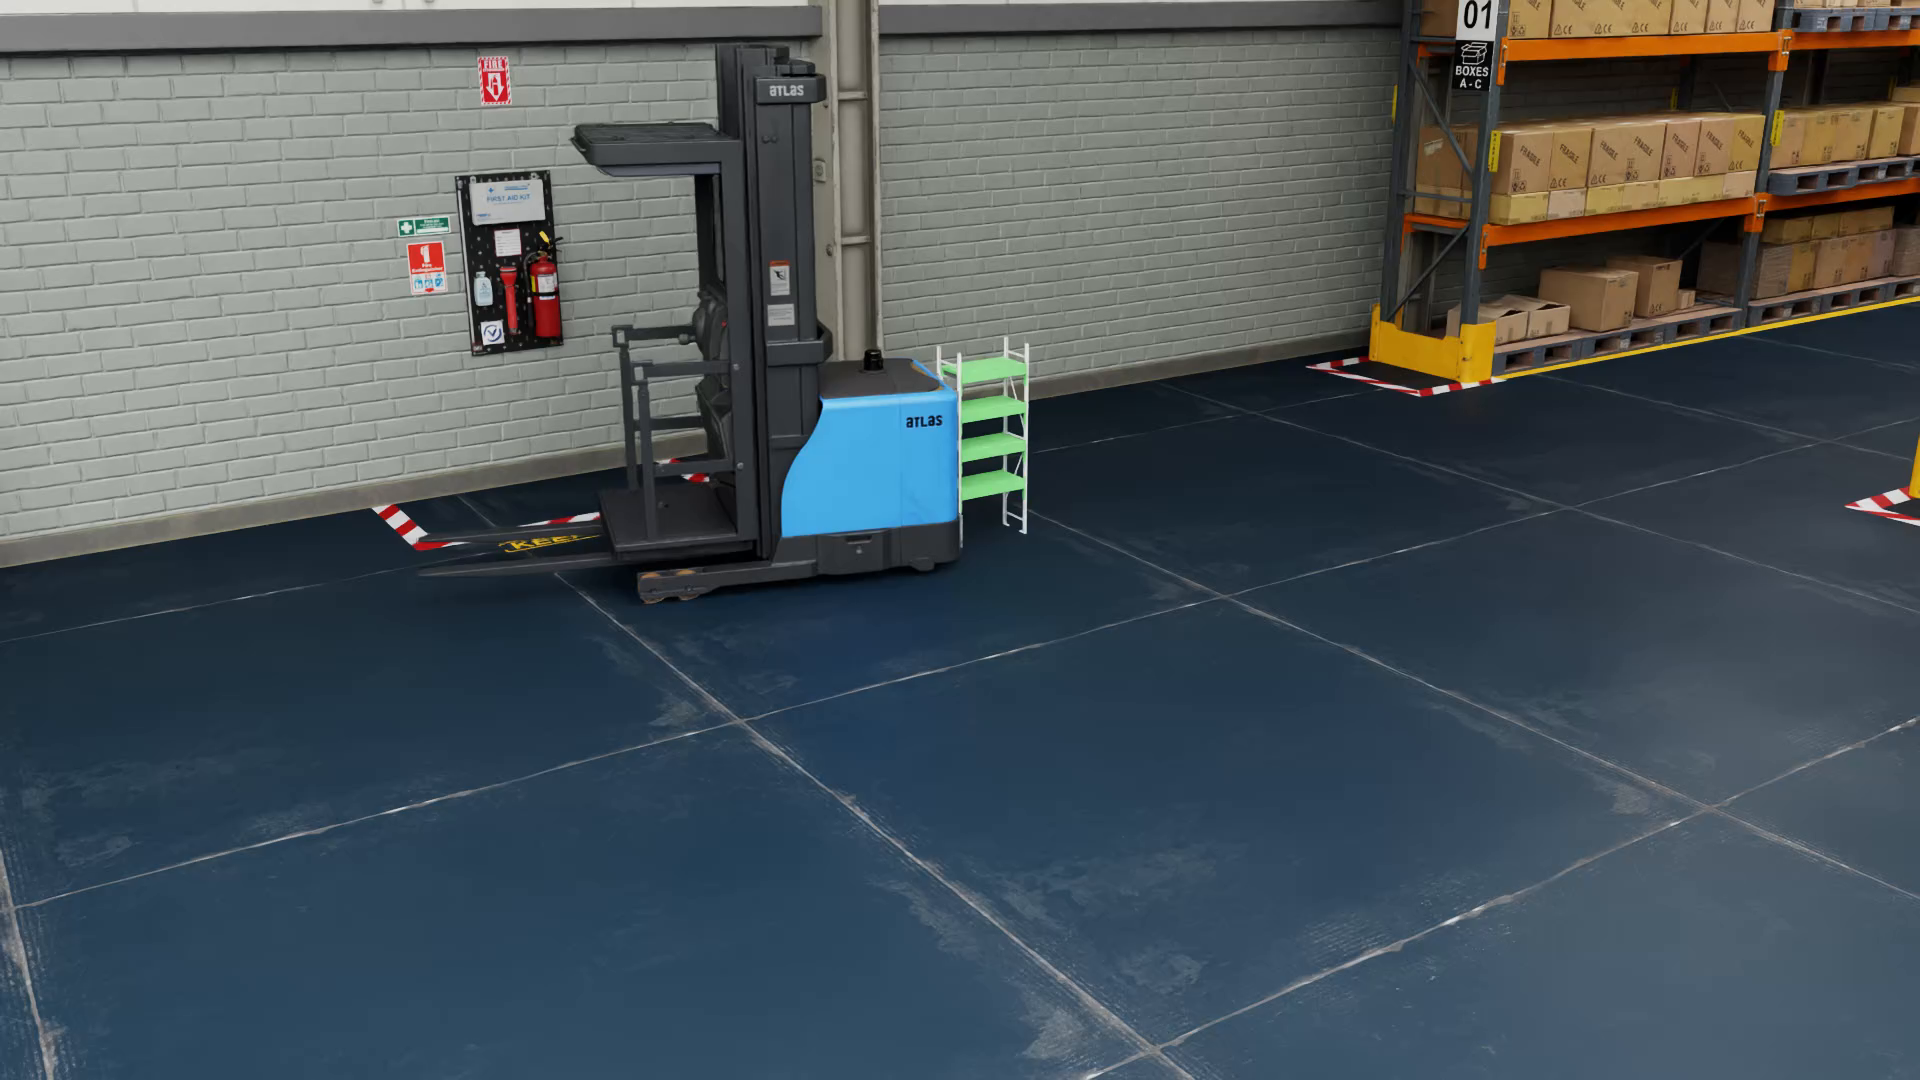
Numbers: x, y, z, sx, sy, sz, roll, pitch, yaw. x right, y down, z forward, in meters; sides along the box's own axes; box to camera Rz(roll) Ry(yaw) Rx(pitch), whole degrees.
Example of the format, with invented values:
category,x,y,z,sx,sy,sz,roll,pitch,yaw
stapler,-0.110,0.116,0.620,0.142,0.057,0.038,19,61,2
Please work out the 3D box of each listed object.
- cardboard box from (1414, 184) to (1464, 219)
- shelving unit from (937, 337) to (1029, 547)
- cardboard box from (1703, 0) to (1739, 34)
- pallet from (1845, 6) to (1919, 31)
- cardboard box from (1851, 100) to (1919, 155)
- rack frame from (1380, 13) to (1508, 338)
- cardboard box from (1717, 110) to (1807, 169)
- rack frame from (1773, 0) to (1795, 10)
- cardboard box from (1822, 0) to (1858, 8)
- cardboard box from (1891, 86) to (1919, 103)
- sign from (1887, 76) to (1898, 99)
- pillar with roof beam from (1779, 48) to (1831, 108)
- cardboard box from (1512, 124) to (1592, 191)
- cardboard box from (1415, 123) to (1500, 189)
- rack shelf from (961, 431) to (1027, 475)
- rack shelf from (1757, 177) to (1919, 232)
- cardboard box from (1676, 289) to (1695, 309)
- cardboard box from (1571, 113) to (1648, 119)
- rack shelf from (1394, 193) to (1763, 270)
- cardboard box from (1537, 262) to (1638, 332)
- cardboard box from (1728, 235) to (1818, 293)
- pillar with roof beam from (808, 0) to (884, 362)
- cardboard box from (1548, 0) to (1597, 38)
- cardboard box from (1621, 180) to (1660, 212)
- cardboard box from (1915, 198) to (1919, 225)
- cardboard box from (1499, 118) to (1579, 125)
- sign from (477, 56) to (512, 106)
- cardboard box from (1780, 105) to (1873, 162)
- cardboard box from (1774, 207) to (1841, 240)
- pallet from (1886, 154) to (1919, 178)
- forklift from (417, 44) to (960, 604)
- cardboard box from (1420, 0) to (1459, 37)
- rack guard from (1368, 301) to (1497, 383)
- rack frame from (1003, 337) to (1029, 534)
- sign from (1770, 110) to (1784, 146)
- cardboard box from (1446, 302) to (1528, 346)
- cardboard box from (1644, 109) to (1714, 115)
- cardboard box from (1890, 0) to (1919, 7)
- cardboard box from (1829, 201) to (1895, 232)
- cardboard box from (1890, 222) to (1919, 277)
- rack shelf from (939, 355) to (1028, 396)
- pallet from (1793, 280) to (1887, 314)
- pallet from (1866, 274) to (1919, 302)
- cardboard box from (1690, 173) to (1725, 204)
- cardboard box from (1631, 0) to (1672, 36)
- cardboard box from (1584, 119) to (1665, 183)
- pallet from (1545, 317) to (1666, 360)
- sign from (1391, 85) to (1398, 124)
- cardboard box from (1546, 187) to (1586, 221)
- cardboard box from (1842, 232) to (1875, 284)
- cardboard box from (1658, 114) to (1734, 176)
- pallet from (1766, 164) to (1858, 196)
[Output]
category,x,y,z,sx,sy,sz,roll,pitch,yaw
cardboard box,4.369,-3.000,14.638,0.500,0.250,0.500,-12,22,-31
shelving unit,0.138,-0.598,10.139,0.503,1.200,0.258,-12,22,-31
cardboard box,6.711,-4.869,15.093,0.500,0.500,0.500,-14,23,-36
pallet,8.865,-5.228,16.634,1.003,0.211,1.213,-12,22,-31
cardboard box,9.928,-4.401,17.737,0.500,0.500,0.700,-14,23,-36
rack frame,4.085,-2.927,14.220,0.127,3.000,1.000,-12,22,-31
cardboard box,7.870,-3.968,16.456,0.500,0.500,0.700,-12,22,-31
rack frame,7.426,-6.474,15.344,0.127,3.000,1.000,-12,22,-31
cardboard box,8.441,-5.393,16.313,0.500,0.311,0.500,-11,22,-30
cardboard box,10.235,-4.770,17.815,0.250,0.149,0.380,-17,25,-40
sign,10.459,-5.033,18.640,0.005,0.325,0.100,-12,22,-31
pillar with roof beam,11.573,-6.029,14.029,0.400,9.000,9.100,-12,22,-31
cardboard box,5.068,-3.309,14.382,0.500,0.500,0.500,-12,22,-31
cardboard box,4.362,-3.361,14.535,0.500,0.500,0.500,-12,22,-32
rack shelf,0.138,-0.537,10.159,0.480,0.148,0.258,-12,22,-31
rack shelf,9.096,-3.643,17.462,4.000,0.370,1.077,-12,22,-31
cardboard box,6.996,-2.396,16.385,0.250,0.166,0.380,-16,24,-38
cardboard box,6.065,-3.722,15.604,0.500,0.500,0.500,-11,22,-30
rack shelf,5.756,-2.939,15.378,4.000,0.370,1.077,-12,22,-31
cardboard box,5.829,-2.266,15.479,0.500,0.500,0.700,-14,23,-35
cardboard box,8.436,-2.895,17.340,0.500,0.500,0.700,-12,22,-32
pillar with roof beam,1.551,-3.916,7.777,0.400,9.000,9.100,-12,22,-31
cardboard box,4.970,-4.482,13.949,0.500,0.500,0.500,-10,21,-28
cardboard box,5.945,-3.139,15.048,0.500,0.250,0.500,-12,22,-31
cardboard box,11.453,-3.612,18.945,0.750,0.750,0.750,-12,22,-32
cardboard box,5.217,-3.539,15.062,0.500,0.500,0.500,-13,22,-33
sign,-2.963,-2.924,10.589,0.199,0.298,0.001,-12,22,-31
cardboard box,8.873,-4.189,17.109,0.500,0.500,0.700,-9,21,-24
cardboard box,8.830,-3.317,17.417,0.500,0.250,0.500,-13,22,-33
pallet,10.230,-4.092,17.964,1.003,0.211,1.213,-12,22,-31
forklift,-1.576,-1.225,9.293,3.031,2.935,1.130,-5,19,-16
cardboard box,4.295,-4.546,14.138,0.500,0.500,0.500,-10,21,-28
rack guard,4.149,-1.757,14.660,0.348,0.500,1.175,-12,22,-31
rack frame,0.342,-0.641,10.266,0.015,1.200,0.240,-12,22,-31
sign,7.731,-3.898,15.740,0.005,0.325,0.100,-12,22,-31
cardboard box,4.713,-1.960,14.870,0.500,0.311,0.500,-15,24,-37
cardboard box,6.919,-3.899,16.126,0.500,0.500,0.500,-13,22,-33
cardboard box,9.633,-5.612,17.286,0.637,0.503,0.797,-9,20,-24
cardboard box,9.684,-3.492,17.934,0.500,0.250,0.500,-11,22,-30
cardboard box,10.194,-3.220,18.302,0.500,0.500,0.700,-12,22,-31
rack shelf,0.138,-0.992,10.006,0.480,0.148,0.258,-12,22,-31
pallet,9.095,-2.665,17.797,1.213,0.211,1.003,-12,22,-31
pallet,10.113,-2.878,18.429,1.213,0.211,1.003,-12,22,-31
cardboard box,6.777,-3.320,15.586,0.500,0.250,0.500,-12,22,-31
cardboard box,5.838,-4.675,14.518,0.500,0.500,0.500,-10,21,-28
cardboard box,5.927,-3.493,14.924,0.500,0.500,0.500,-11,22,-30
pallet,5.865,-1.967,15.734,1.213,0.211,1.003,-12,22,-31
sign,3.797,-3.778,14.434,0.005,0.325,0.100,-12,22,-31
cardboard box,5.093,-2.962,14.526,0.500,0.250,0.500,-13,22,-33
cardboard box,9.301,-3.065,17.844,0.500,0.500,0.700,-12,22,-32
cardboard box,6.788,-3.670,15.450,0.500,0.500,0.500,-12,22,-32
pallet,8.144,-3.637,16.618,1.213,0.211,1.003,-12,22,-31
